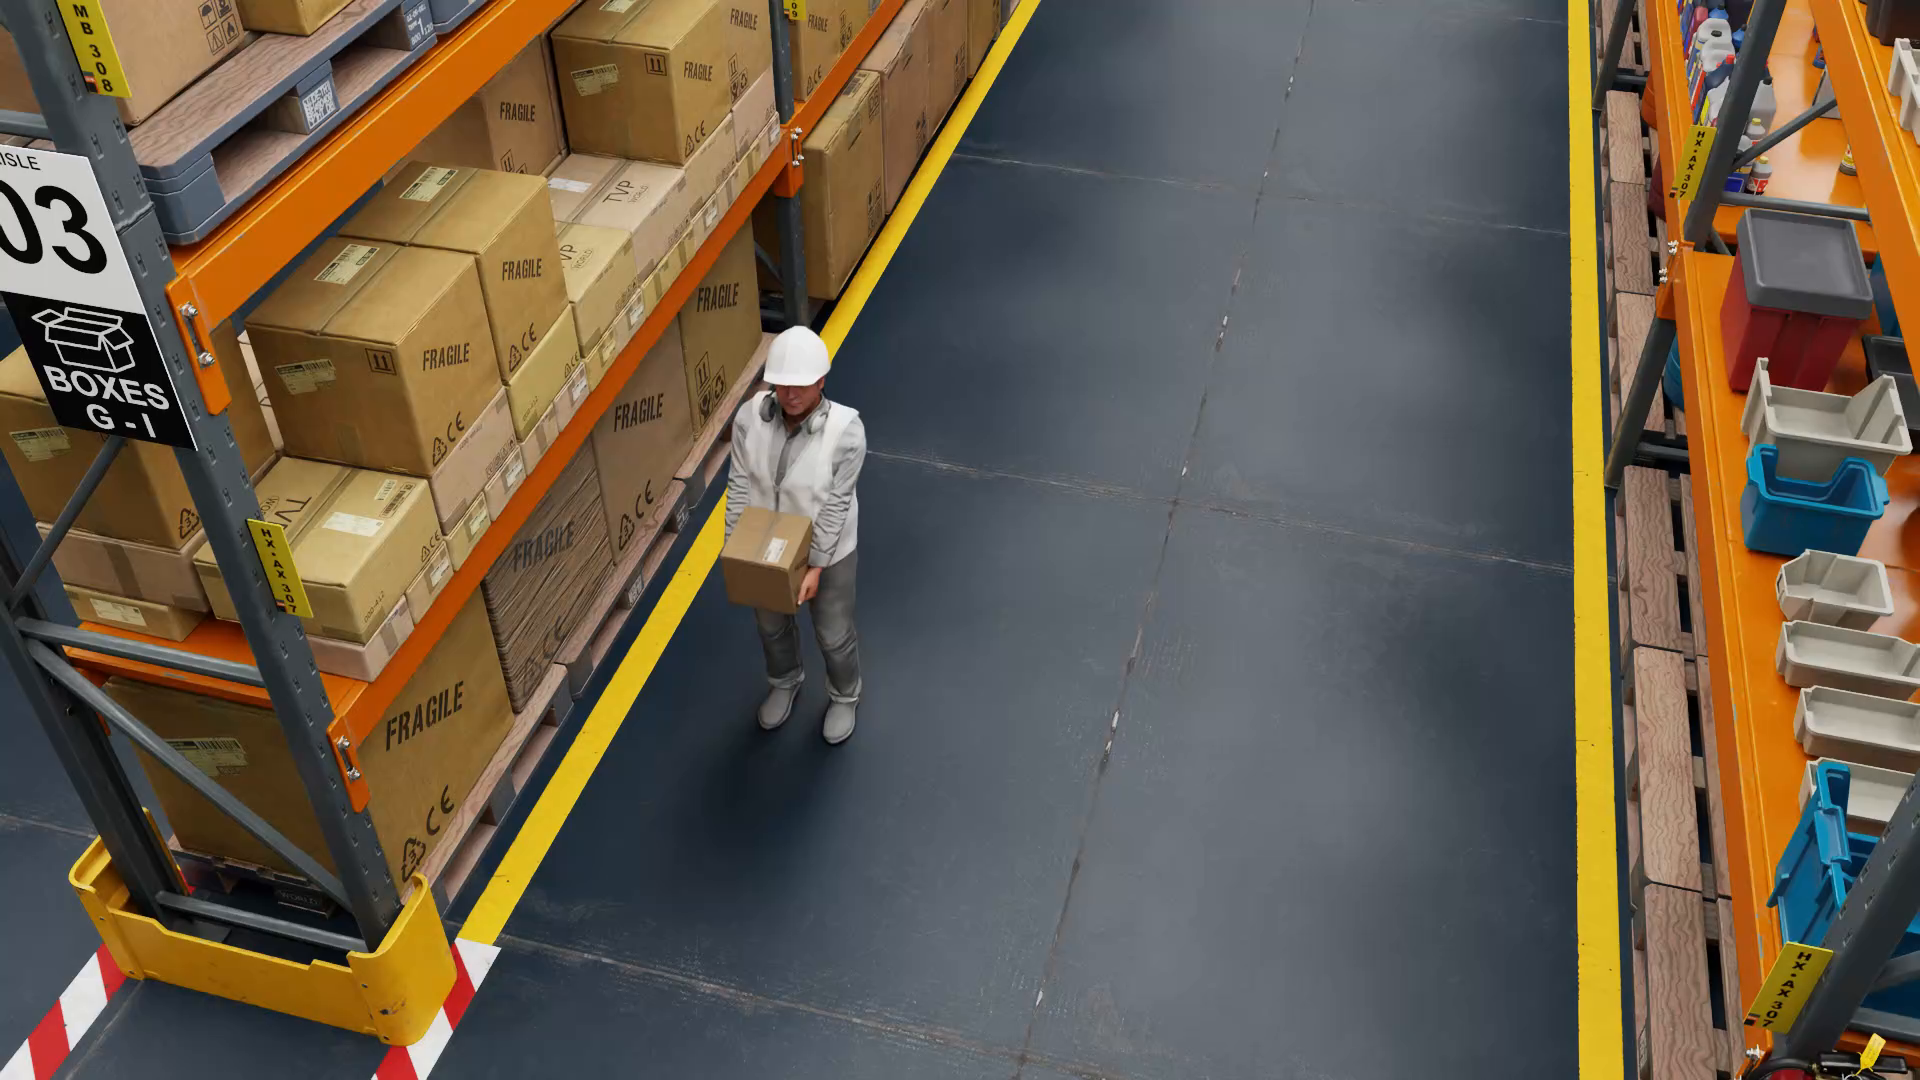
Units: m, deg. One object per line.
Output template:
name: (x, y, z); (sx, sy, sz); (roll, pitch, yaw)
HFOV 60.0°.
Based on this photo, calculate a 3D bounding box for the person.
person: (-0.598, 0.062, 6.072); (0.494, 1.765, 0.546); (11, 42, 12)
